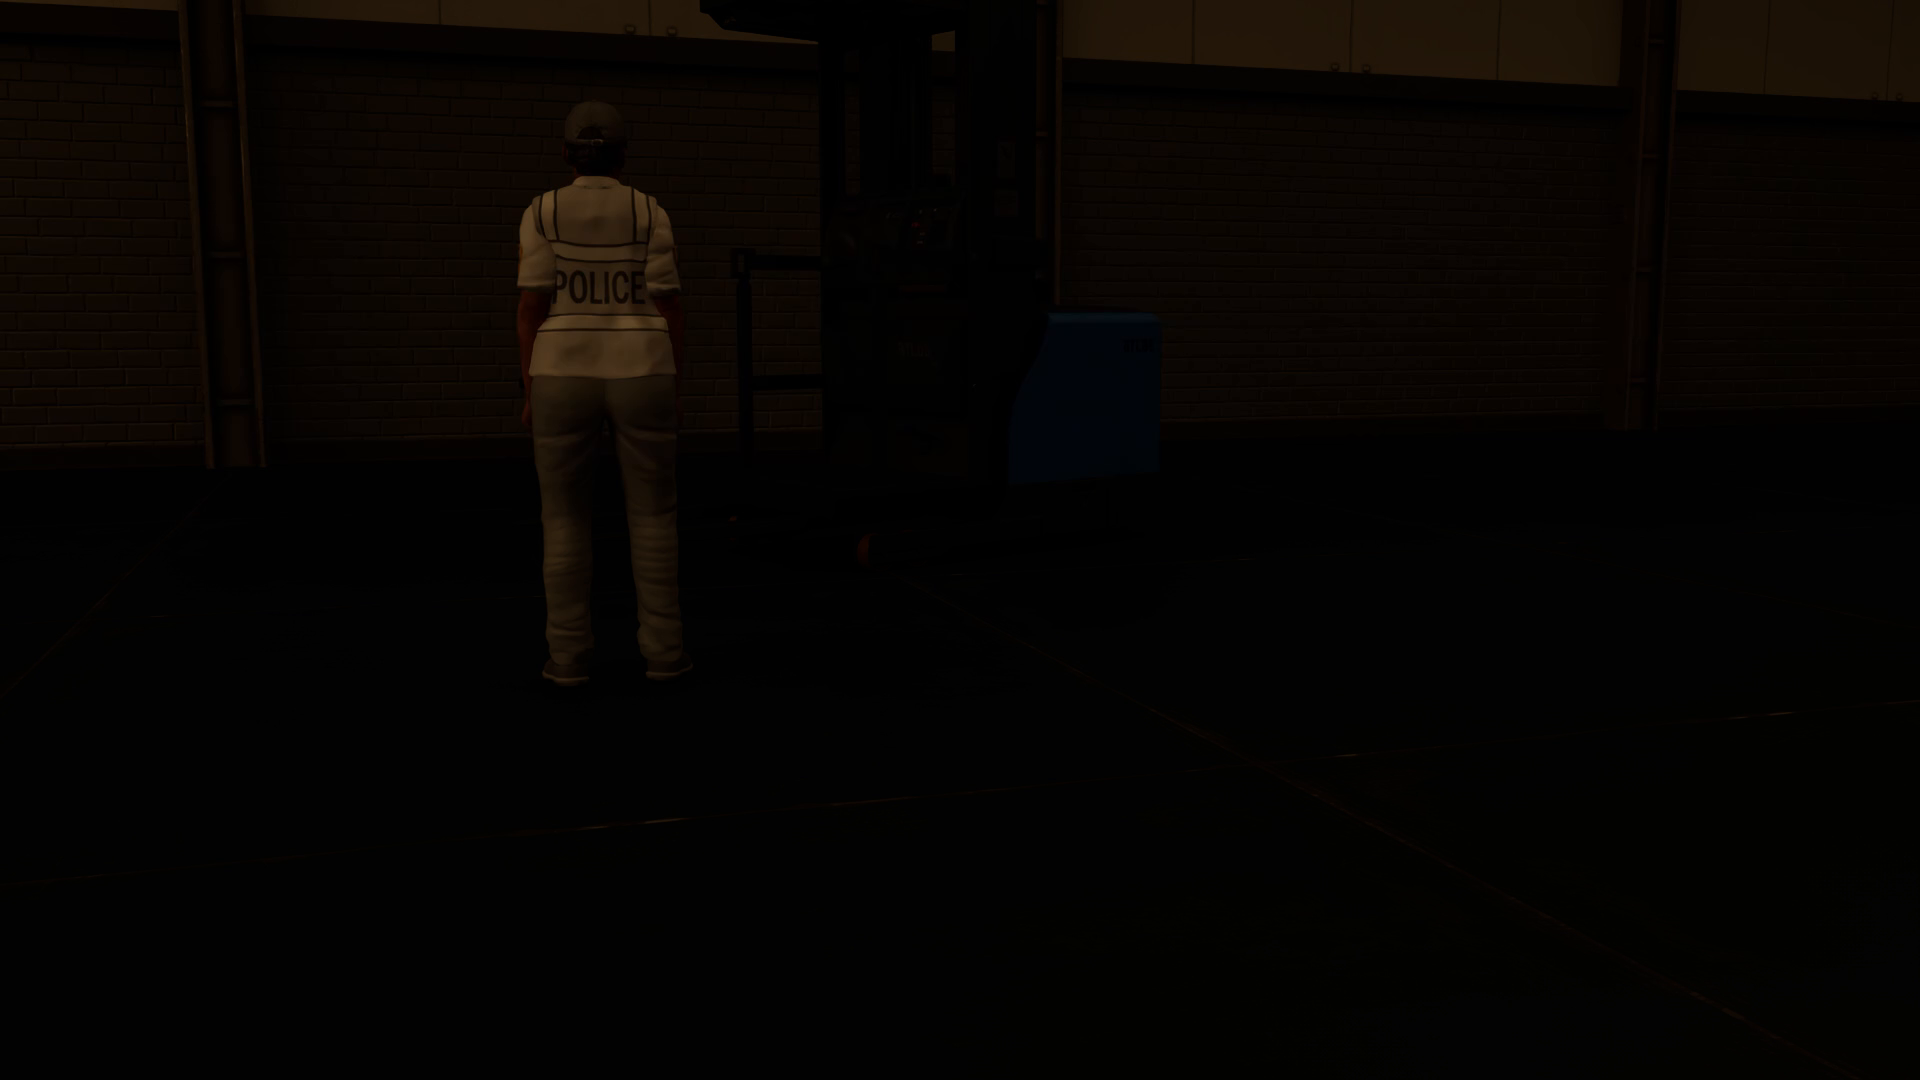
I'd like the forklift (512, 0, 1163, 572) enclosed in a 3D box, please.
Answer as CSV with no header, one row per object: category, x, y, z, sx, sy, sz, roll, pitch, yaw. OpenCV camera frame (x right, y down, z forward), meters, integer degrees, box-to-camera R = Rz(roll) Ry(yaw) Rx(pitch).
forklift,-0.461,-1.399,7.333,3.031,2.935,1.130,-7,10,-40

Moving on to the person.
person,-1.025,-0.406,4.804,0.482,1.652,0.389,-2,8,-14
